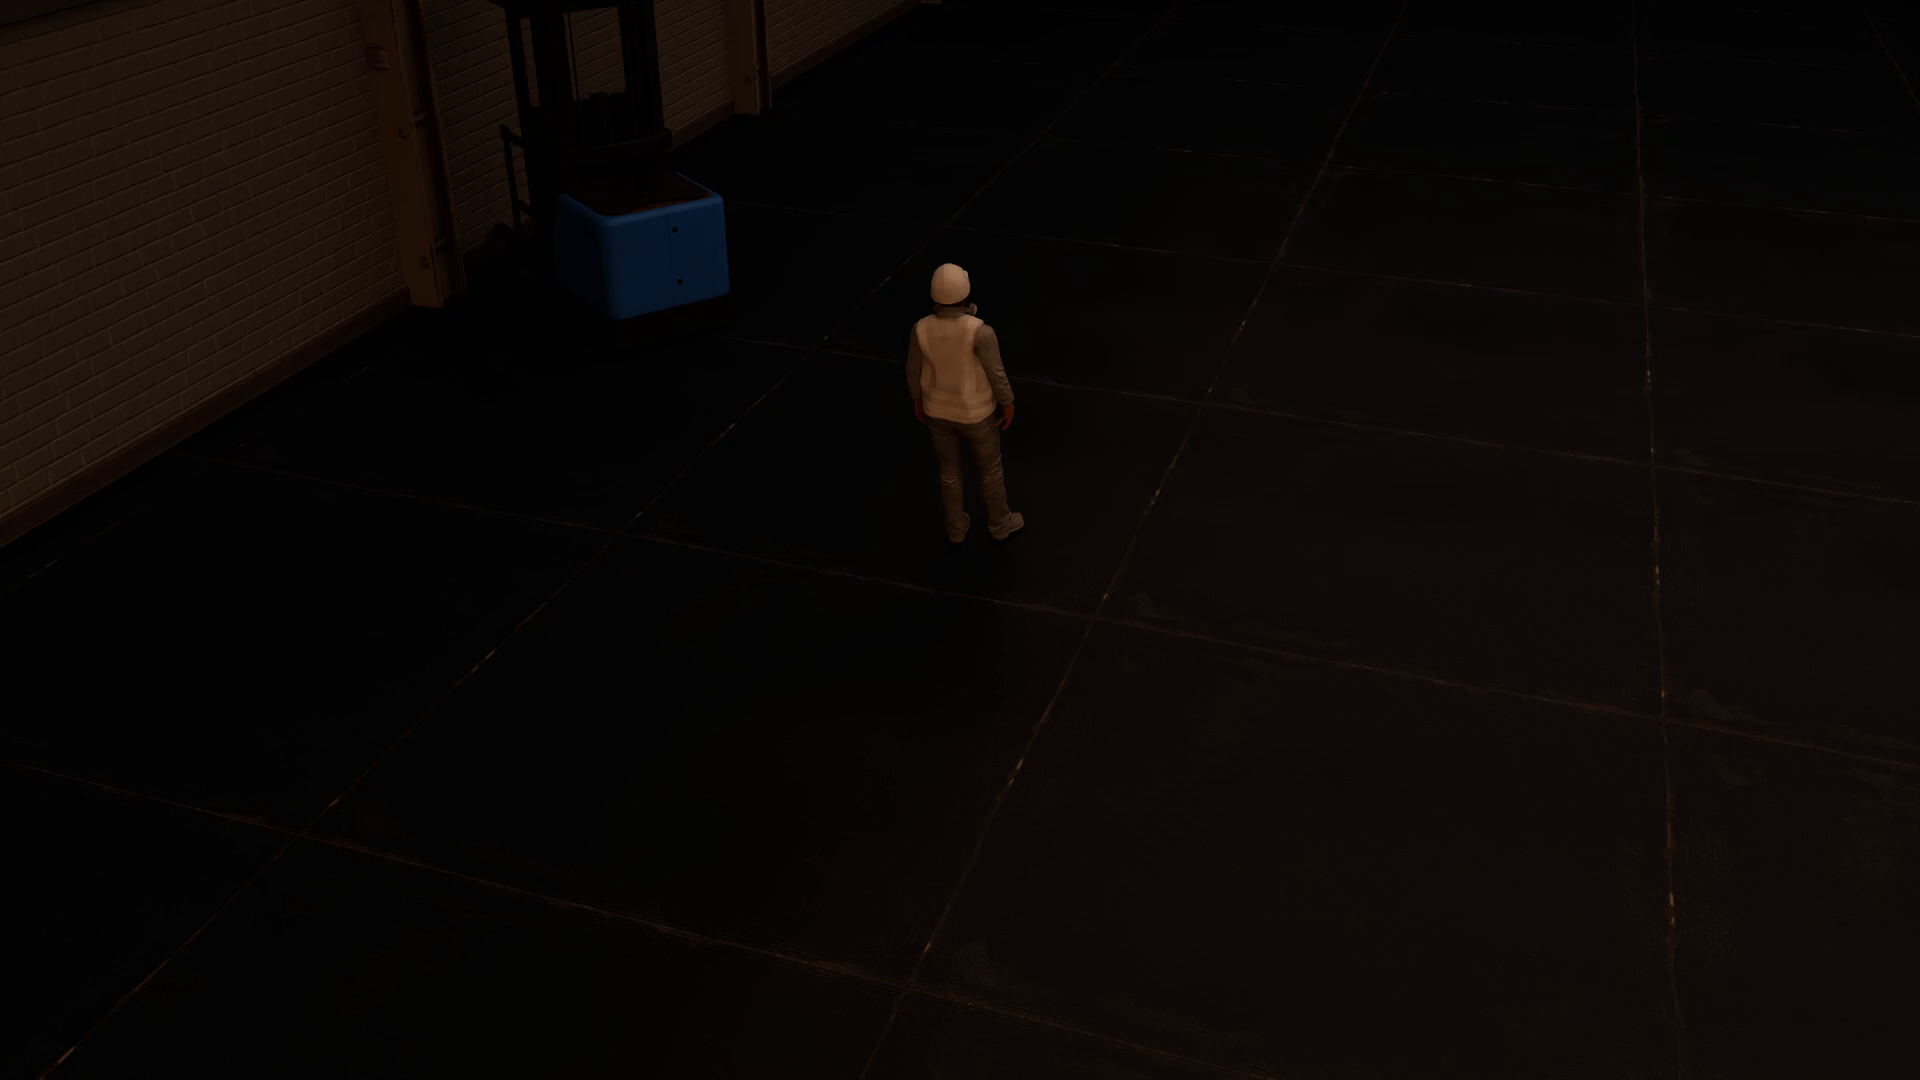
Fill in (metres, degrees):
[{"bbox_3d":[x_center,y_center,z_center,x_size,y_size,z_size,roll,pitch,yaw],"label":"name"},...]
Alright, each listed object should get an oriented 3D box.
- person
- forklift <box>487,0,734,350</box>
[{"bbox_3d":[0.027,-0.805,9.703,0.633,1.775,0.566,10,31,16],"label":"person"},{"bbox_3d":[-3.017,-3.375,13.056,1.130,2.935,3.031,-19,35,-30],"label":"forklift"}]
